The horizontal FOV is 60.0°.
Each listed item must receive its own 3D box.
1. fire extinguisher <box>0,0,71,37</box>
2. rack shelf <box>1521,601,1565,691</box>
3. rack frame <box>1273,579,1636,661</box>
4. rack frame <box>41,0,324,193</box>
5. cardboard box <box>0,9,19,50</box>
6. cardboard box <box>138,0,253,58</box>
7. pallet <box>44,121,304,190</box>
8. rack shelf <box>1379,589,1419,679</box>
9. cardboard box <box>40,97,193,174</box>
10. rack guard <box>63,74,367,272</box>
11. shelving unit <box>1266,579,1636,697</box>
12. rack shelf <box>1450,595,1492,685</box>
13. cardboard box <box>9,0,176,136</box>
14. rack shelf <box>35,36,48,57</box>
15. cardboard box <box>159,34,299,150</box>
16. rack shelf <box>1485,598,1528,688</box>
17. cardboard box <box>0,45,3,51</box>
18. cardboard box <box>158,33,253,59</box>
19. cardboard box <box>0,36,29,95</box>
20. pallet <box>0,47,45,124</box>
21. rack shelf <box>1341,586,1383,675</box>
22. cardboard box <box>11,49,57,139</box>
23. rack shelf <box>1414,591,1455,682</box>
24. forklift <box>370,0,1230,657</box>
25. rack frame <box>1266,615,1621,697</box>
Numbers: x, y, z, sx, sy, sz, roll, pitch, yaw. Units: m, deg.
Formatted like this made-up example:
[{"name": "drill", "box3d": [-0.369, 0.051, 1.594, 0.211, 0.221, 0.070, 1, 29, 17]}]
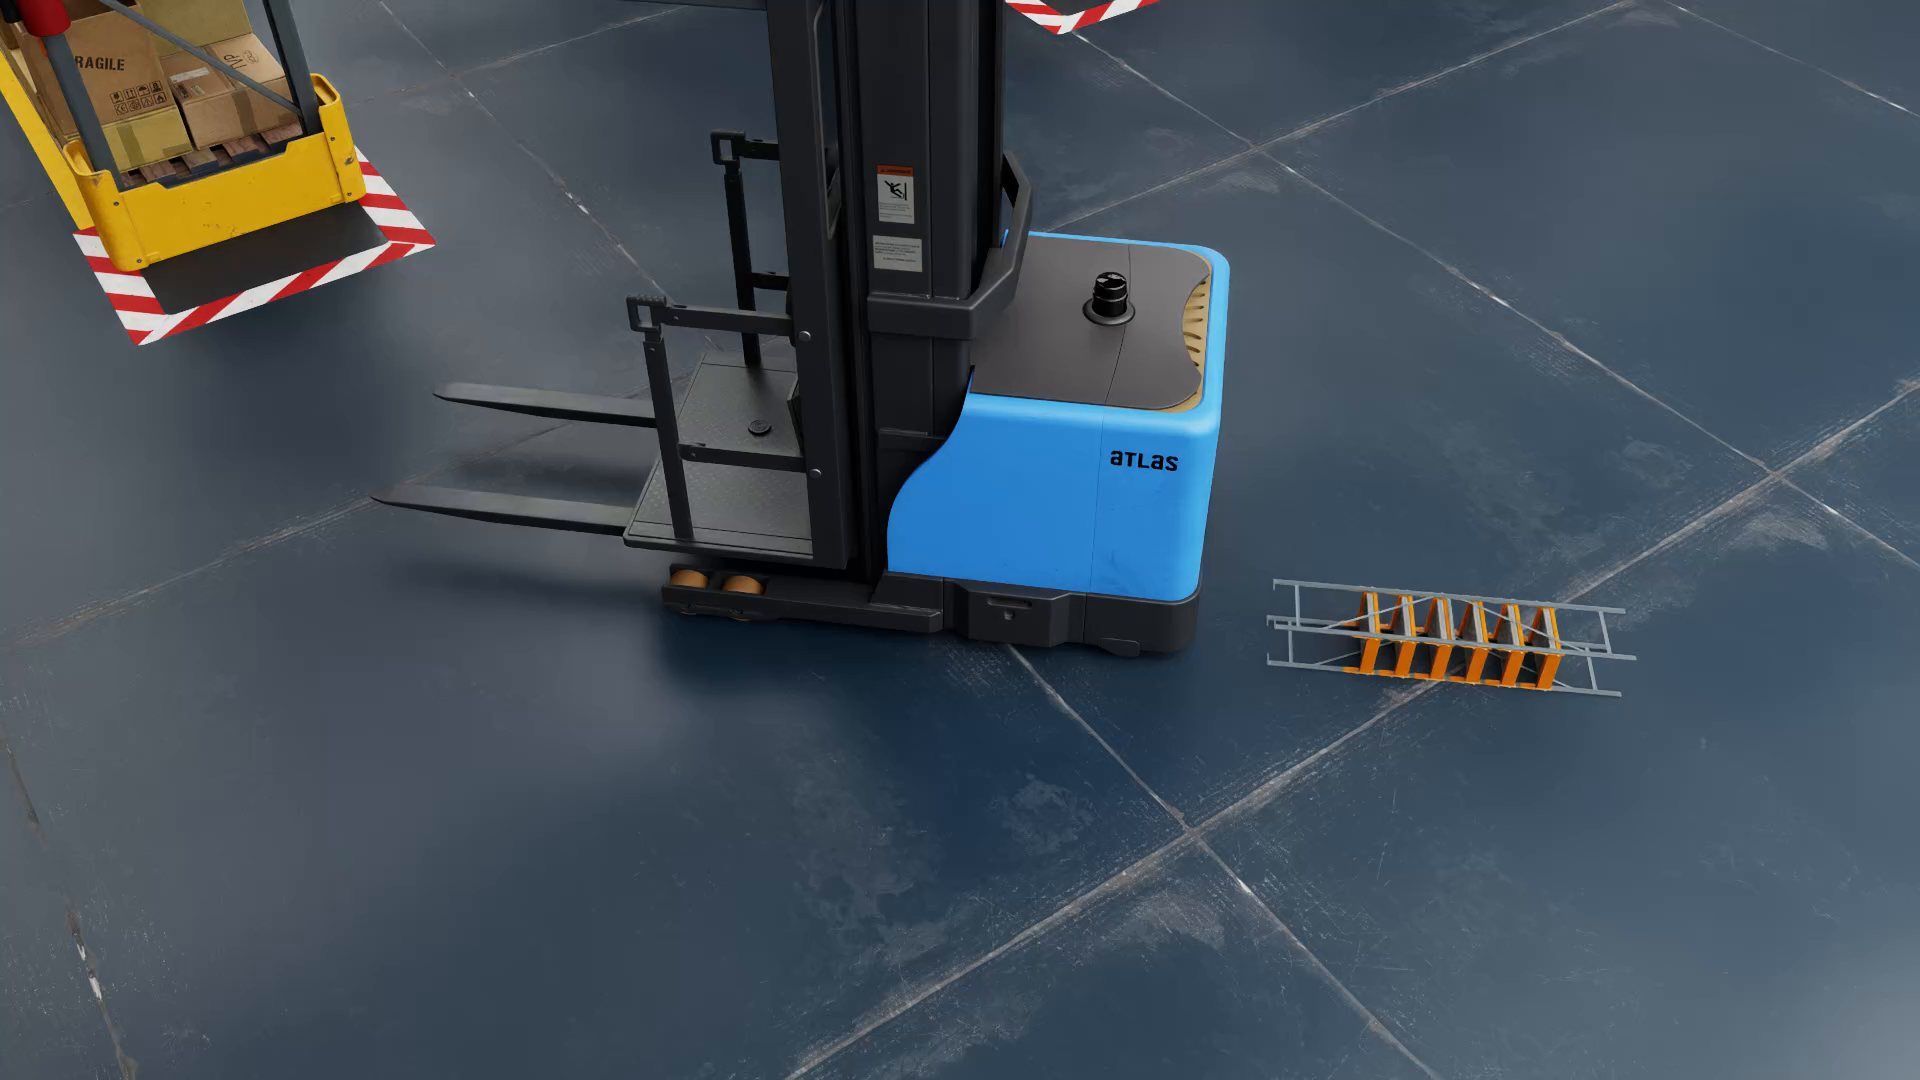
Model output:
[{"name": "fire extinguisher", "box3d": [-3.735, -2.343, 6.588, 0.296, 0.674, 0.183, -26, 49, -24]}, {"name": "rack shelf", "box3d": [1.992, 0.363, 5.729, 0.103, 0.180, 0.258, 5, 44, 5]}, {"name": "rack frame", "box3d": [1.679, 0.271, 5.694, 1.200, 0.006, 0.240, 5, 44, 5]}, {"name": "rack frame", "box3d": [-3.421, -2.622, 6.824, 1.000, 3.000, 0.127, -26, 49, -24]}, {"name": "cardboard box", "box3d": [-4.556, -2.797, 8.151, 0.500, 0.500, 0.500, -26, 49, -24]}, {"name": "cardboard box", "box3d": [-3.833, -2.724, 8.075, 0.500, 0.500, 0.500, -26, 49, -24]}, {"name": "pallet", "box3d": [-3.893, -2.030, 8.223, 1.003, 0.211, 1.213, -26, 49, -24]}, {"name": "rack shelf", "box3d": [1.515, 0.323, 5.771, 0.103, 0.180, 0.258, 5, 44, 5]}, {"name": "cardboard box", "box3d": [-3.970, -1.966, 7.824, 0.500, 0.250, 0.500, -26, 49, -24]}, {"name": "rack guard", "box3d": [-3.407, -1.704, 7.673, 1.175, 0.500, 0.348, -26, 49, -24]}, {"name": "shelving unit", "box3d": [1.679, 0.337, 5.757, 1.200, 0.189, 0.258, 5, 44, 5]}, {"name": "rack shelf", "box3d": [1.754, 0.343, 5.750, 0.103, 0.180, 0.258, 5, 44, 5]}, {"name": "cardboard box", "box3d": [-3.972, -2.236, 7.564, 0.500, 0.500, 0.500, -26, 49, -24]}, {"name": "rack shelf", "box3d": [-4.565, -3.494, 8.259, 1.077, 0.370, 4.000, -26, 49, -24]}, {"name": "cardboard box", "box3d": [-3.545, -2.170, 8.038, 0.500, 0.250, 0.500, -26, 49, -24]}, {"name": "rack shelf", "box3d": [1.873, 0.353, 5.740, 0.103, 0.180, 0.258, 5, 44, 5]}, {"name": "cardboard box", "box3d": [-4.838, -2.811, 8.709, 0.500, 0.250, 0.500, -26, 49, -24]}, {"name": "cardboard box", "box3d": [-3.835, -2.452, 8.334, 0.500, 0.250, 0.500, -26, 49, -24]}, {"name": "cardboard box", "box3d": [-4.554, -2.527, 8.412, 0.500, 0.250, 0.500, -26, 49, -24]}, {"name": "pallet", "box3d": [-4.587, -2.720, 8.946, 1.003, 0.211, 1.213, -26, 49, -24]}, {"name": "rack shelf", "box3d": [1.396, 0.313, 5.782, 0.103, 0.180, 0.258, 5, 44, 5]}, {"name": "cardboard box", "box3d": [-4.266, -2.244, 8.116, 0.500, 0.250, 0.500, -26, 49, -24]}, {"name": "rack shelf", "box3d": [1.634, 0.333, 5.761, 0.103, 0.180, 0.258, 5, 44, 5]}, {"name": "forklift", "box3d": [-0.617, -1.126, 5.307, 3.031, 2.935, 1.130, 6, 44, 6]}, {"name": "rack frame", "box3d": [1.679, 0.403, 5.820, 1.200, 0.006, 0.240, 5, 44, 5]}]
